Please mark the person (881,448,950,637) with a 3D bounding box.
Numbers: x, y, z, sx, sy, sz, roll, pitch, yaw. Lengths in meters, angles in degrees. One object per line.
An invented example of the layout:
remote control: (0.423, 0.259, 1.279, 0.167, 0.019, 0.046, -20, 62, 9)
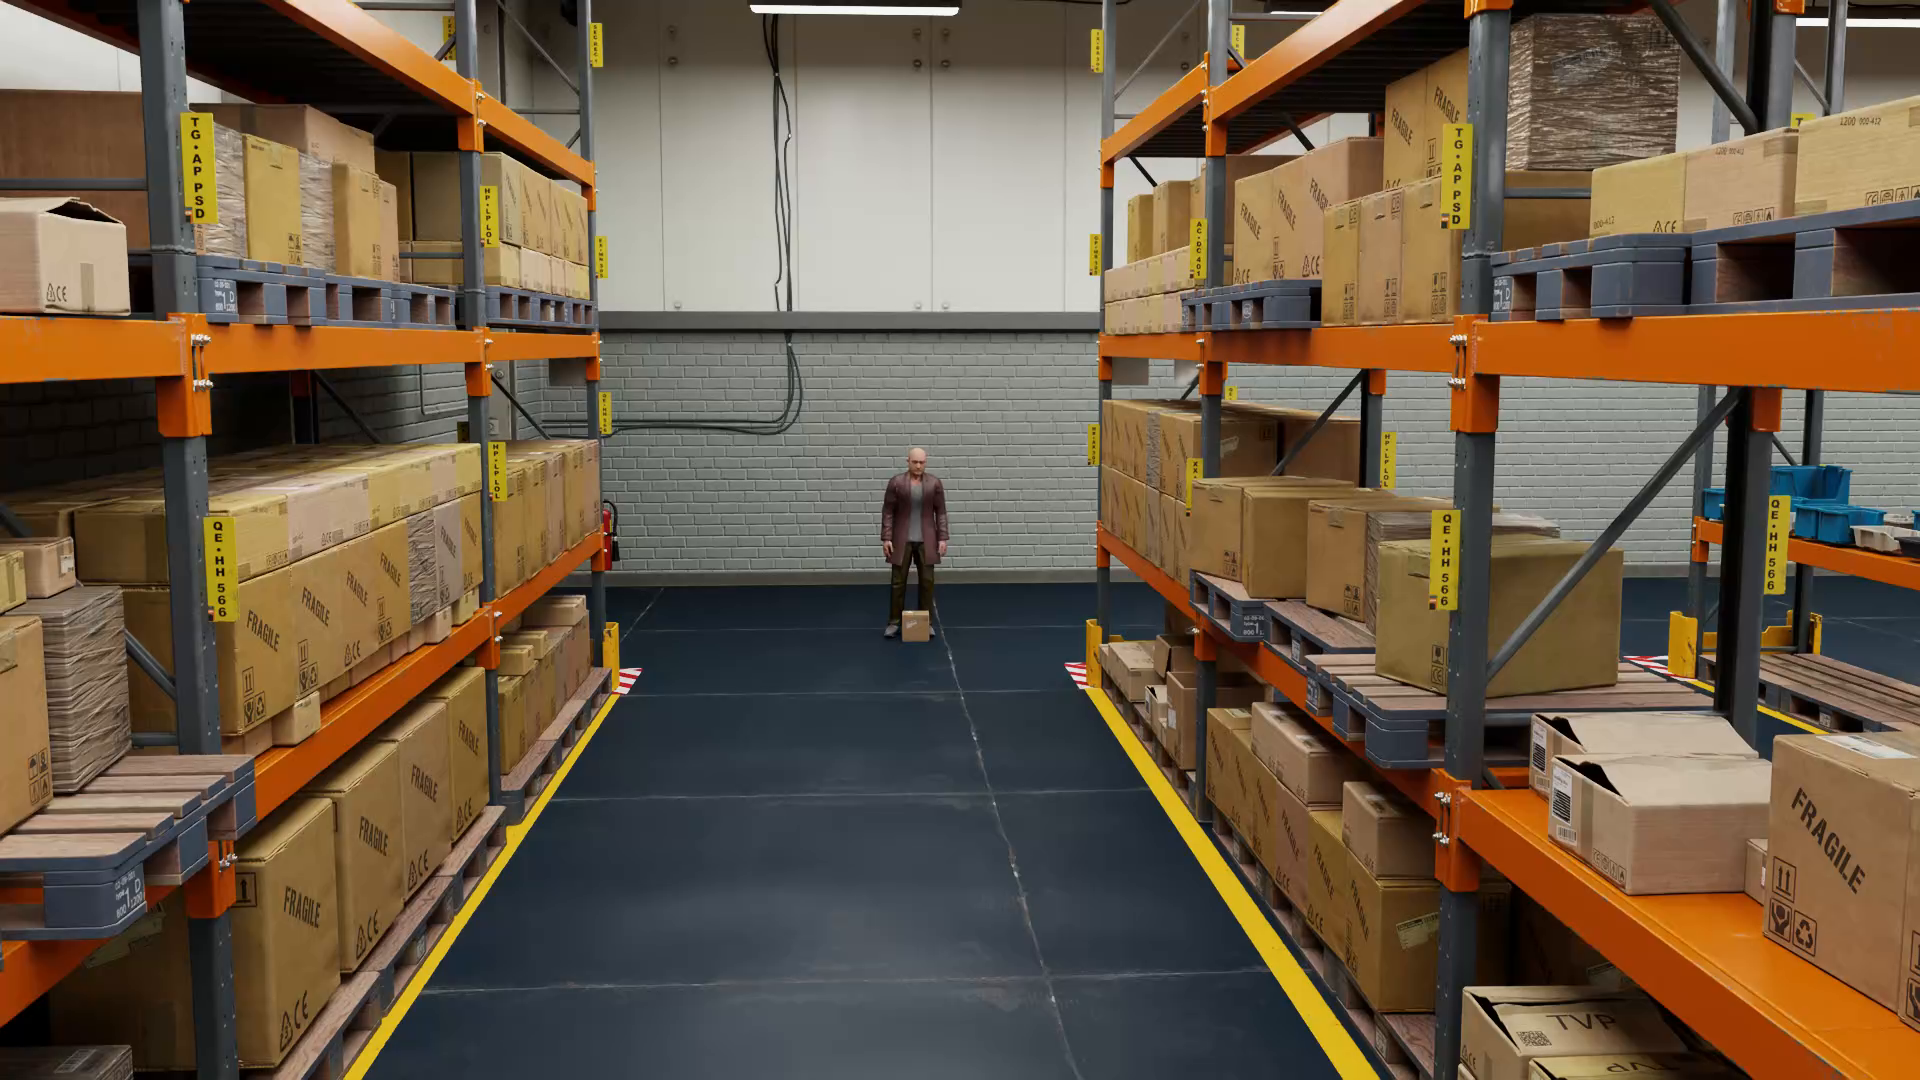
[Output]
person: (-0.423, 0.017, 15.654, 0.654, 1.774, 0.420, -1, 7, -7)
